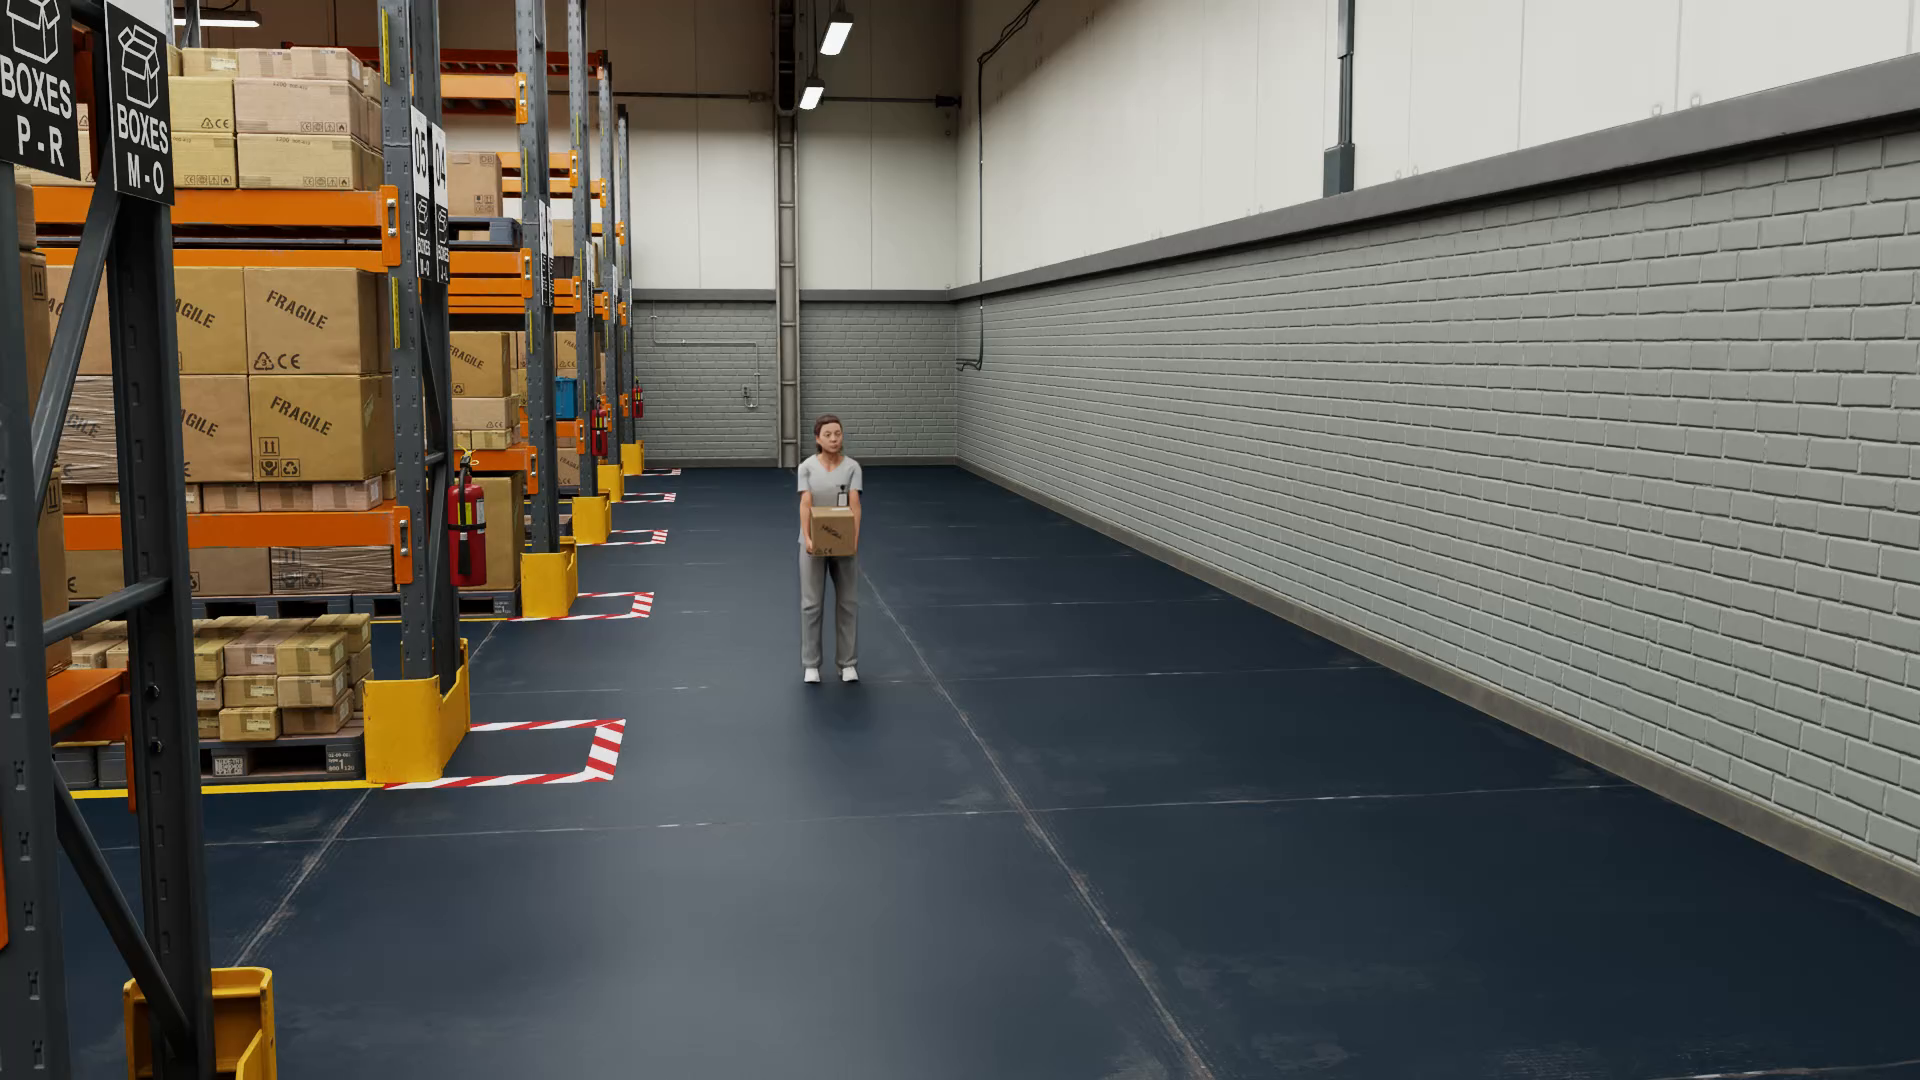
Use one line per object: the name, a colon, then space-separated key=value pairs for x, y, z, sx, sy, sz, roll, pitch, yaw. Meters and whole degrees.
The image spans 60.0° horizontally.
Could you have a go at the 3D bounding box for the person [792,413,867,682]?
person: x=-0.813 y=0.042 z=10.426 sx=0.469 sy=1.676 sz=0.362 roll=-1 pitch=7 yaw=-10
